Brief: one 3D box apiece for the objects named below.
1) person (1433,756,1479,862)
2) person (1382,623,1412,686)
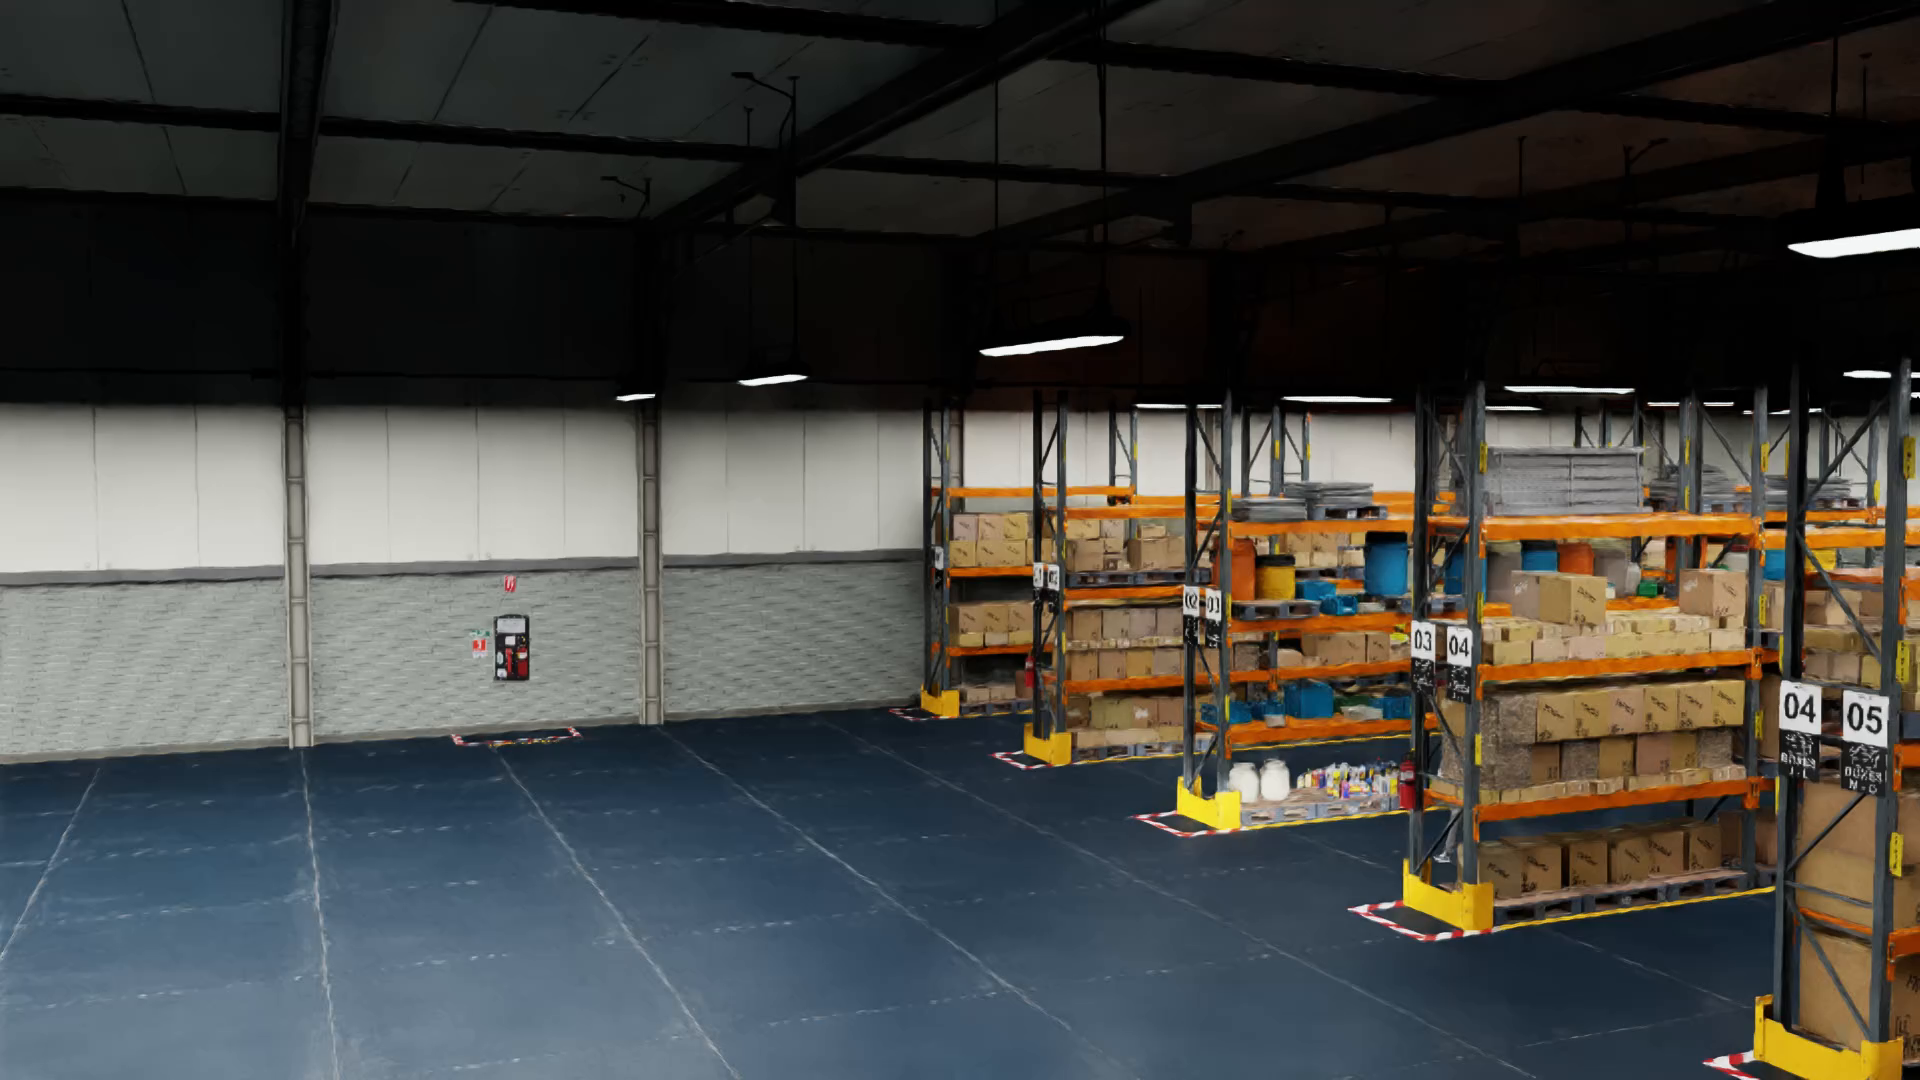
[{"bbox_3d":[6.126,3.170,20.604,0.957,1.533,0.411,-2,4,-31],"label":"person"},{"bbox_3d":[8.405,2.394,31.816,0.672,1.765,0.565,0,3,8],"label":"person"}]
